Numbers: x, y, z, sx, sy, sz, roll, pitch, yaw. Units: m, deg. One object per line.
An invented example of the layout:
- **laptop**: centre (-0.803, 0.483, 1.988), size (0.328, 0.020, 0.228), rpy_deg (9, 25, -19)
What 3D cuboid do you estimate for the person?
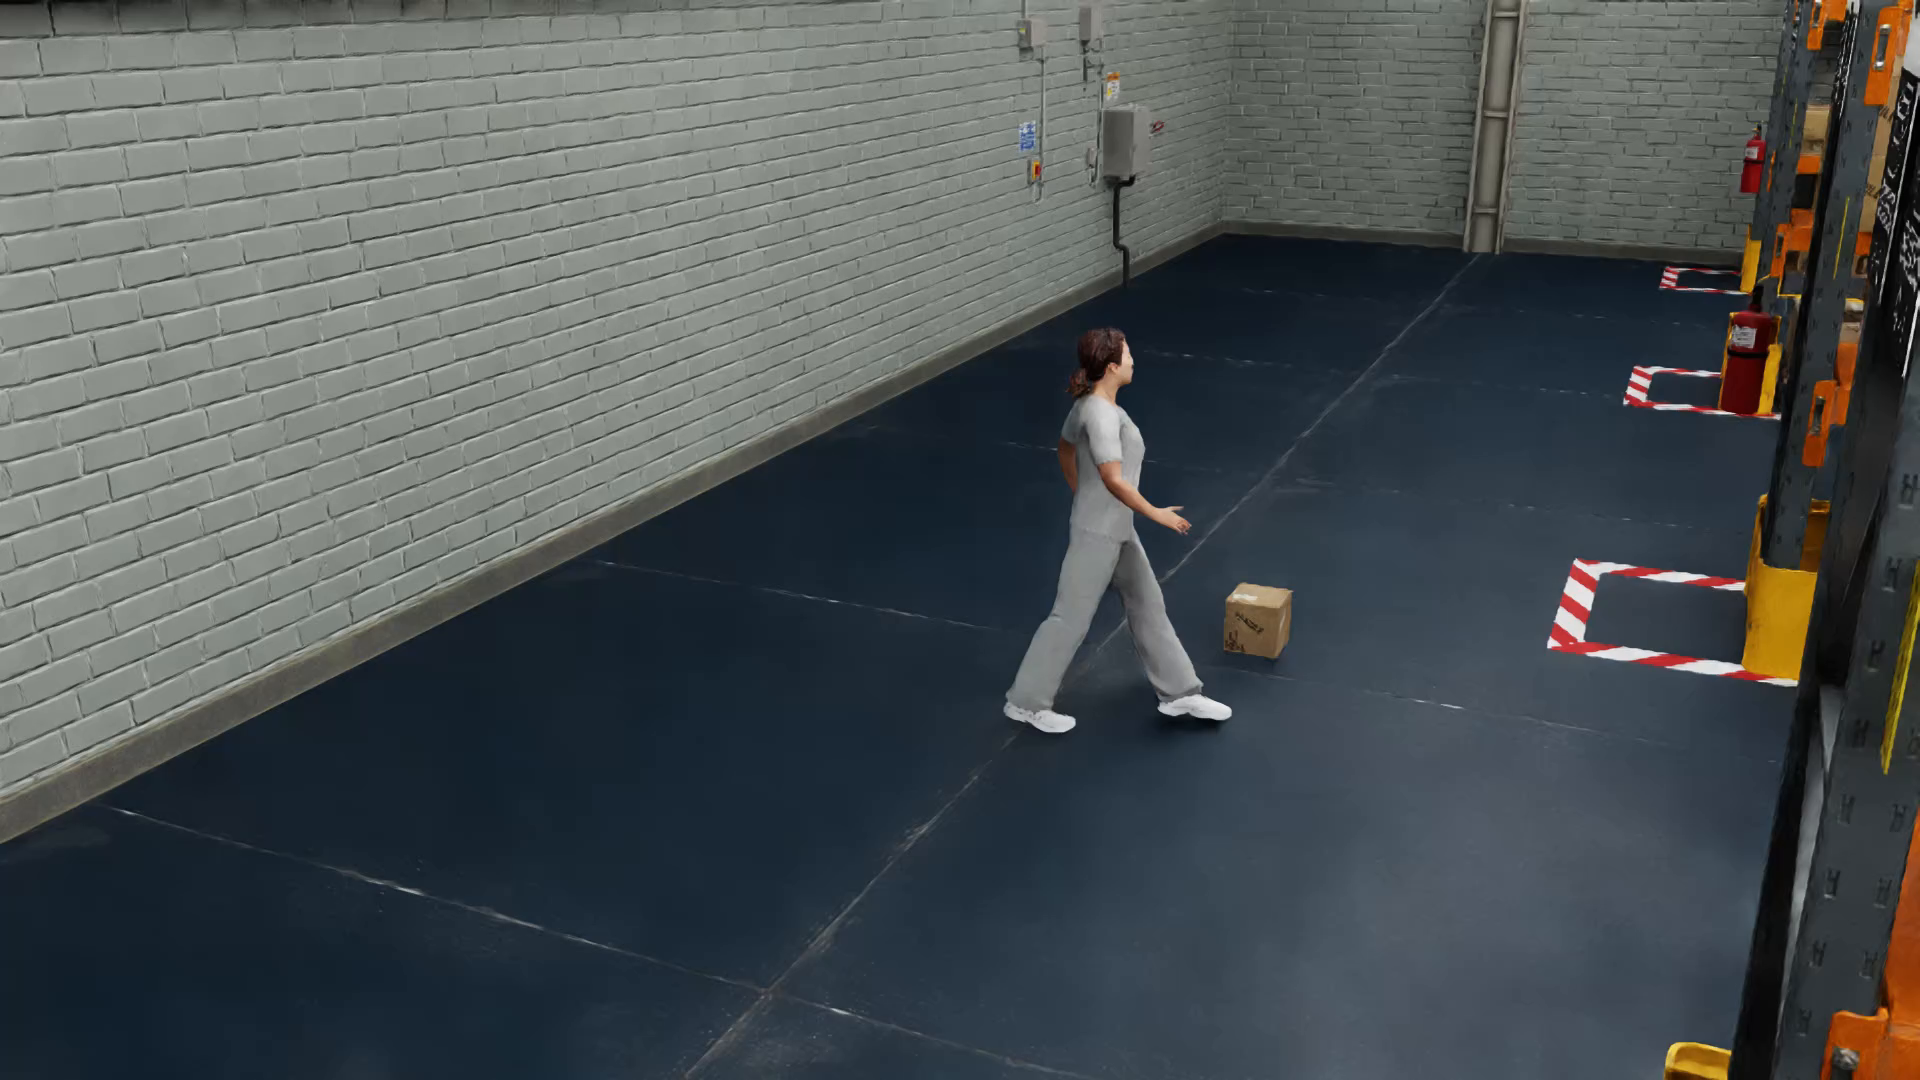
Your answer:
- **person**: centre (0.655, -0.050, 6.704), size (0.952, 1.630, 0.546), rpy_deg (0, 19, 1)
